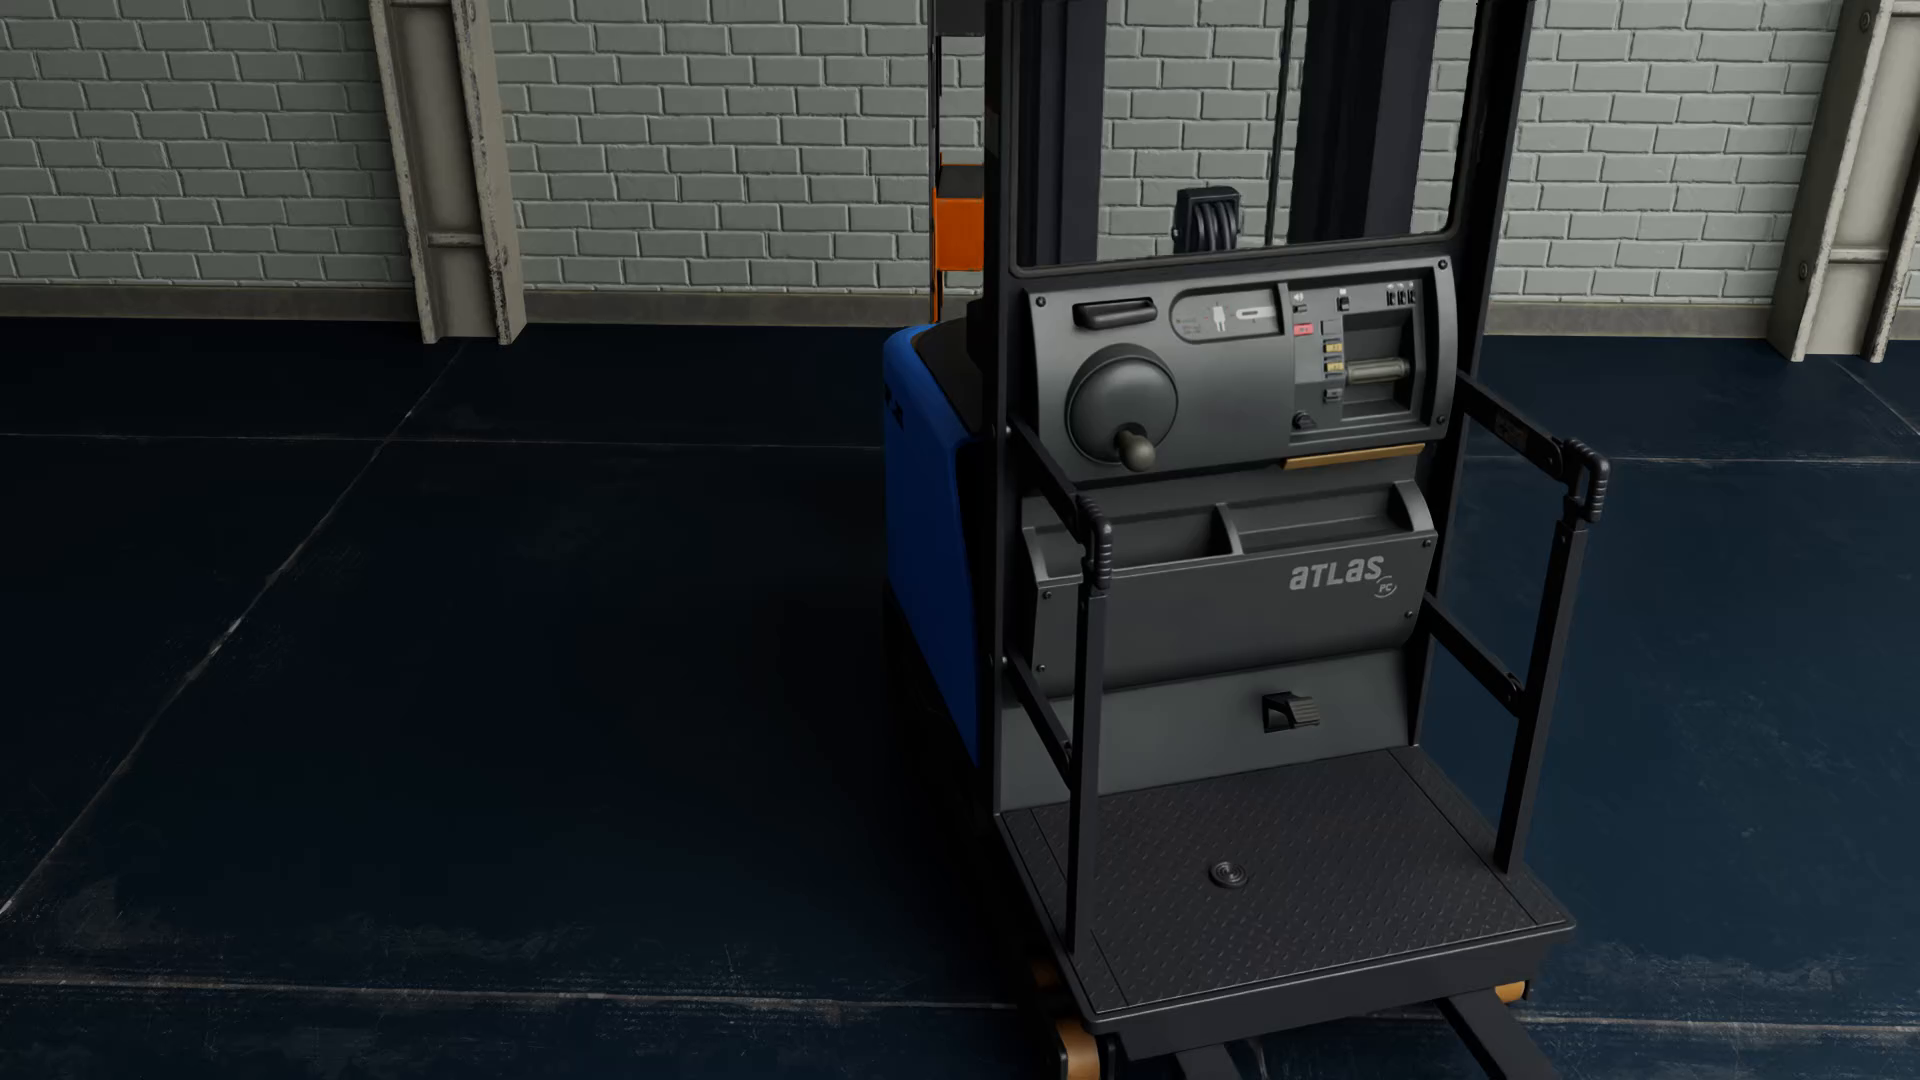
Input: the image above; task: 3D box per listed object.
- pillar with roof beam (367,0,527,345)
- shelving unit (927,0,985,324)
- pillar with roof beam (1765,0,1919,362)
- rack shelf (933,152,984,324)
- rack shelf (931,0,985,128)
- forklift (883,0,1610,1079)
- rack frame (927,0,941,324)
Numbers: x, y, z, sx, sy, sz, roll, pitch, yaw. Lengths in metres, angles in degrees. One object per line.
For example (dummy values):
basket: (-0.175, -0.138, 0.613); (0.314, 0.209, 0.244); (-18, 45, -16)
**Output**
pillar with roof beam: (-2.343, -2.905, 1.623); (0.400, 9.000, 9.100); (1, 28, 2)
shelving unit: (0.165, -0.925, 5.253); (0.503, 2.100, 0.431); (1, 28, 2)
pillar with roof beam: (3.654, -2.806, 1.435); (0.400, 9.000, 9.100); (1, 28, 2)
rack shelf: (0.165, -0.913, 5.259); (0.480, 0.518, 0.431); (1, 28, 2)
rack shelf: (0.165, -1.531, 4.932); (0.480, 0.518, 0.431); (1, 28, 2)
forklift: (0.648, -0.324, 3.231); (1.130, 2.935, 3.031); (-7, 29, -13)
rack frame: (-0.078, -0.929, 5.261); (0.015, 2.100, 0.400); (1, 28, 2)
